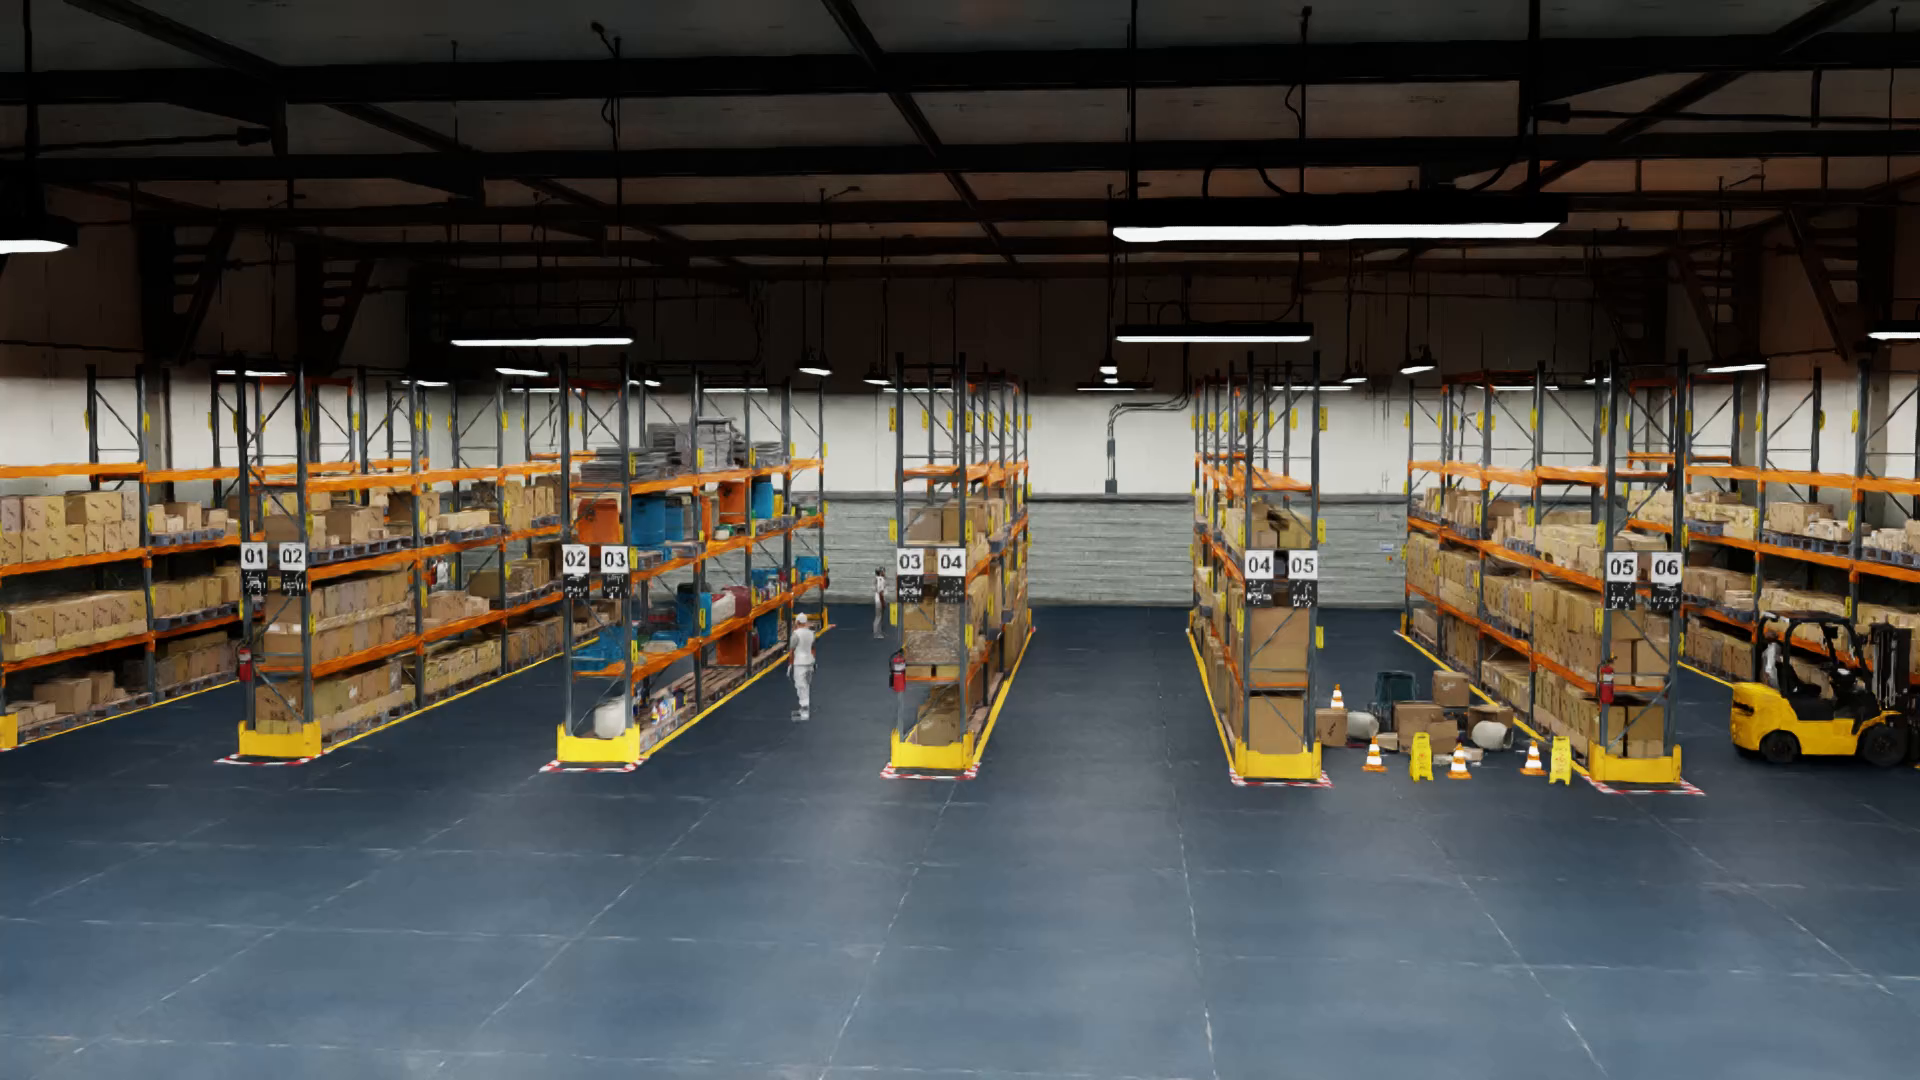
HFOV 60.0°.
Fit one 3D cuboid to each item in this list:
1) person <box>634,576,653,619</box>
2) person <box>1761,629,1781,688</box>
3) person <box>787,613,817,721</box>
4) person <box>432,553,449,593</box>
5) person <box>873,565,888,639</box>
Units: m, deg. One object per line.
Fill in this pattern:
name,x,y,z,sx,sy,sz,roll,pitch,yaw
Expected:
person,-8.094,1.132,42.584,0.535,1.758,0.632,-3,5,-32
person,13.321,2.251,27.325,0.536,1.590,0.535,3,5,32
person,-2.670,2.110,27.947,0.569,1.786,0.653,3,5,35
person,-13.546,1.126,42.925,0.669,1.663,0.500,-3,5,-36
person,-1.833,1.426,38.377,0.372,1.674,0.606,0,4,-6
